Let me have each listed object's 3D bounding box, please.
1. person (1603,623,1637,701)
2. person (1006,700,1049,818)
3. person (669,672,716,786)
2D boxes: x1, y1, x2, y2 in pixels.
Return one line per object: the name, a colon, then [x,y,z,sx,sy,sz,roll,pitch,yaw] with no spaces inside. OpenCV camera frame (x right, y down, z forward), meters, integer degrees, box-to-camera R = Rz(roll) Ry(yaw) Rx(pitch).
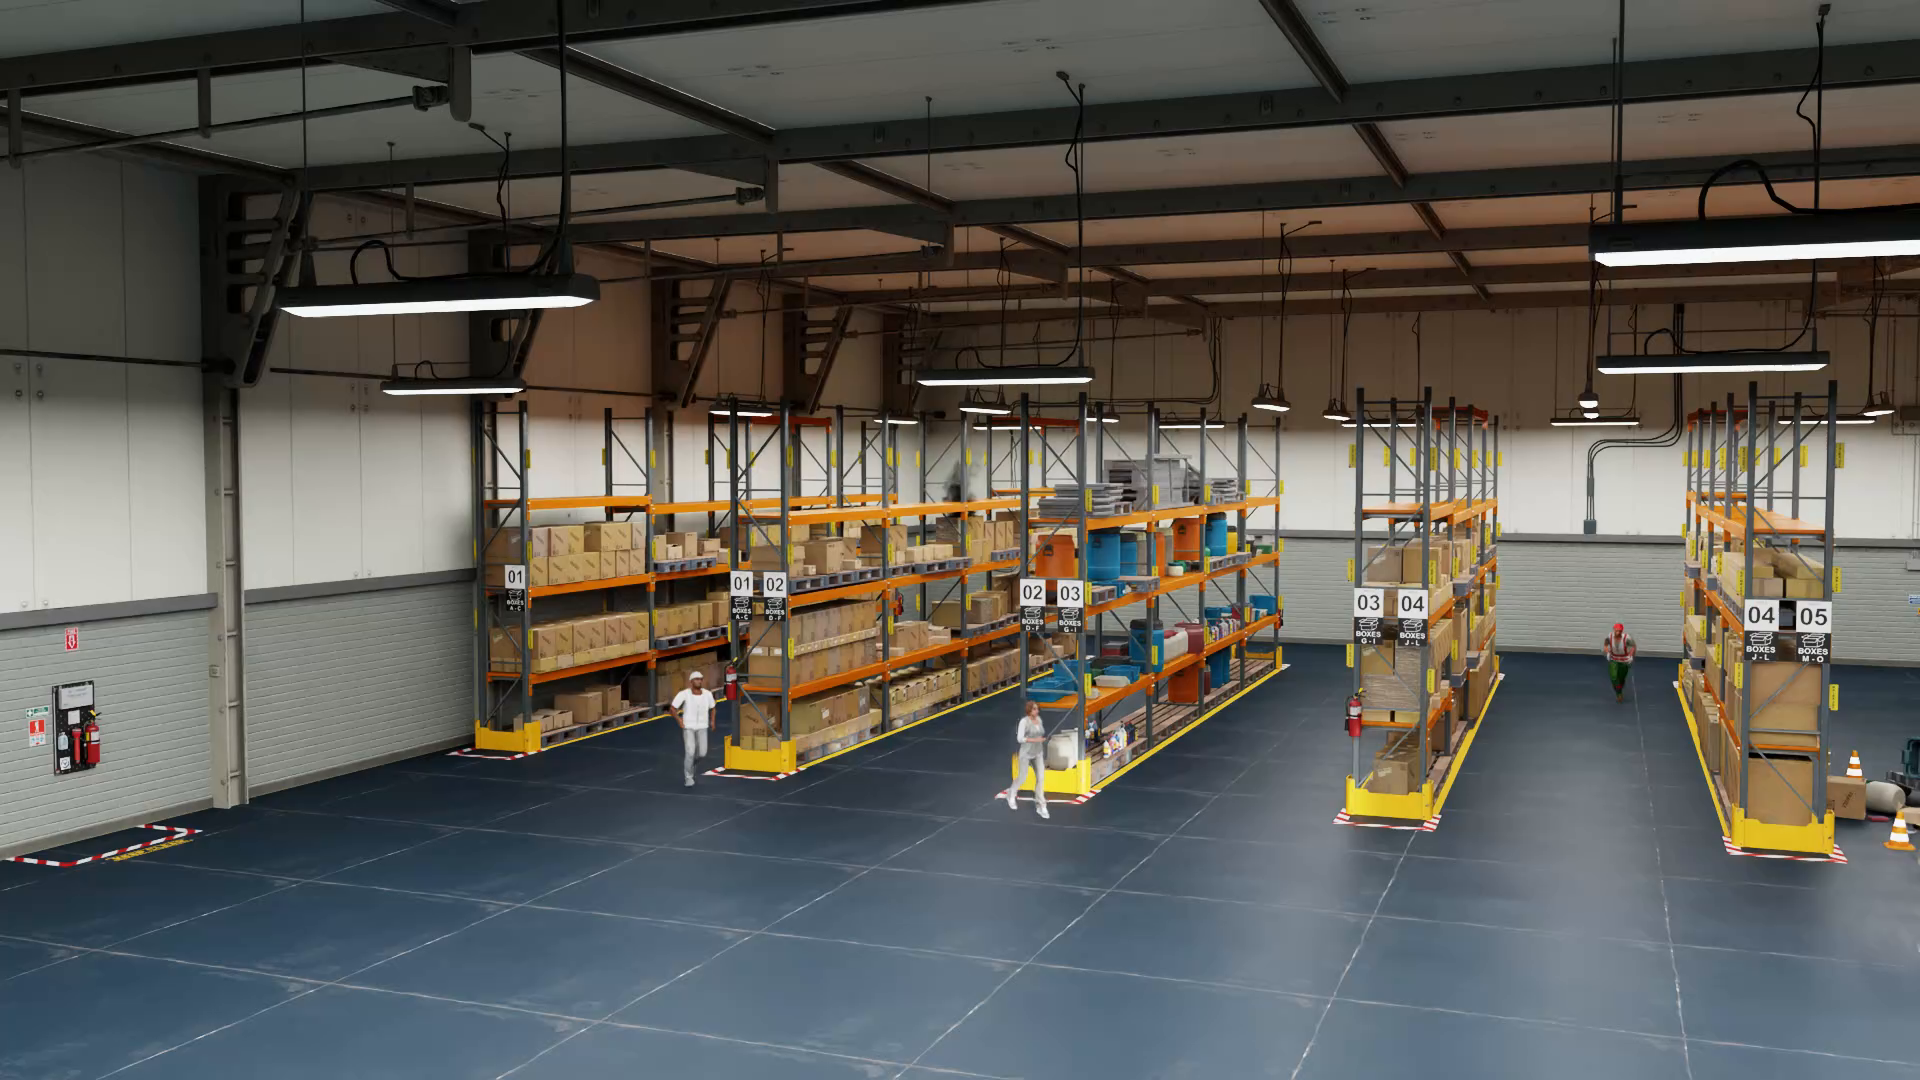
person: [13.704,2.511,34.517,0.645,1.649,0.994,2,3,29]
person: [0.975,3.035,23.287,0.534,1.593,0.886,-2,3,-33]
person: [-4.093,2.899,25.651,0.734,1.734,0.525,-1,3,-23]
